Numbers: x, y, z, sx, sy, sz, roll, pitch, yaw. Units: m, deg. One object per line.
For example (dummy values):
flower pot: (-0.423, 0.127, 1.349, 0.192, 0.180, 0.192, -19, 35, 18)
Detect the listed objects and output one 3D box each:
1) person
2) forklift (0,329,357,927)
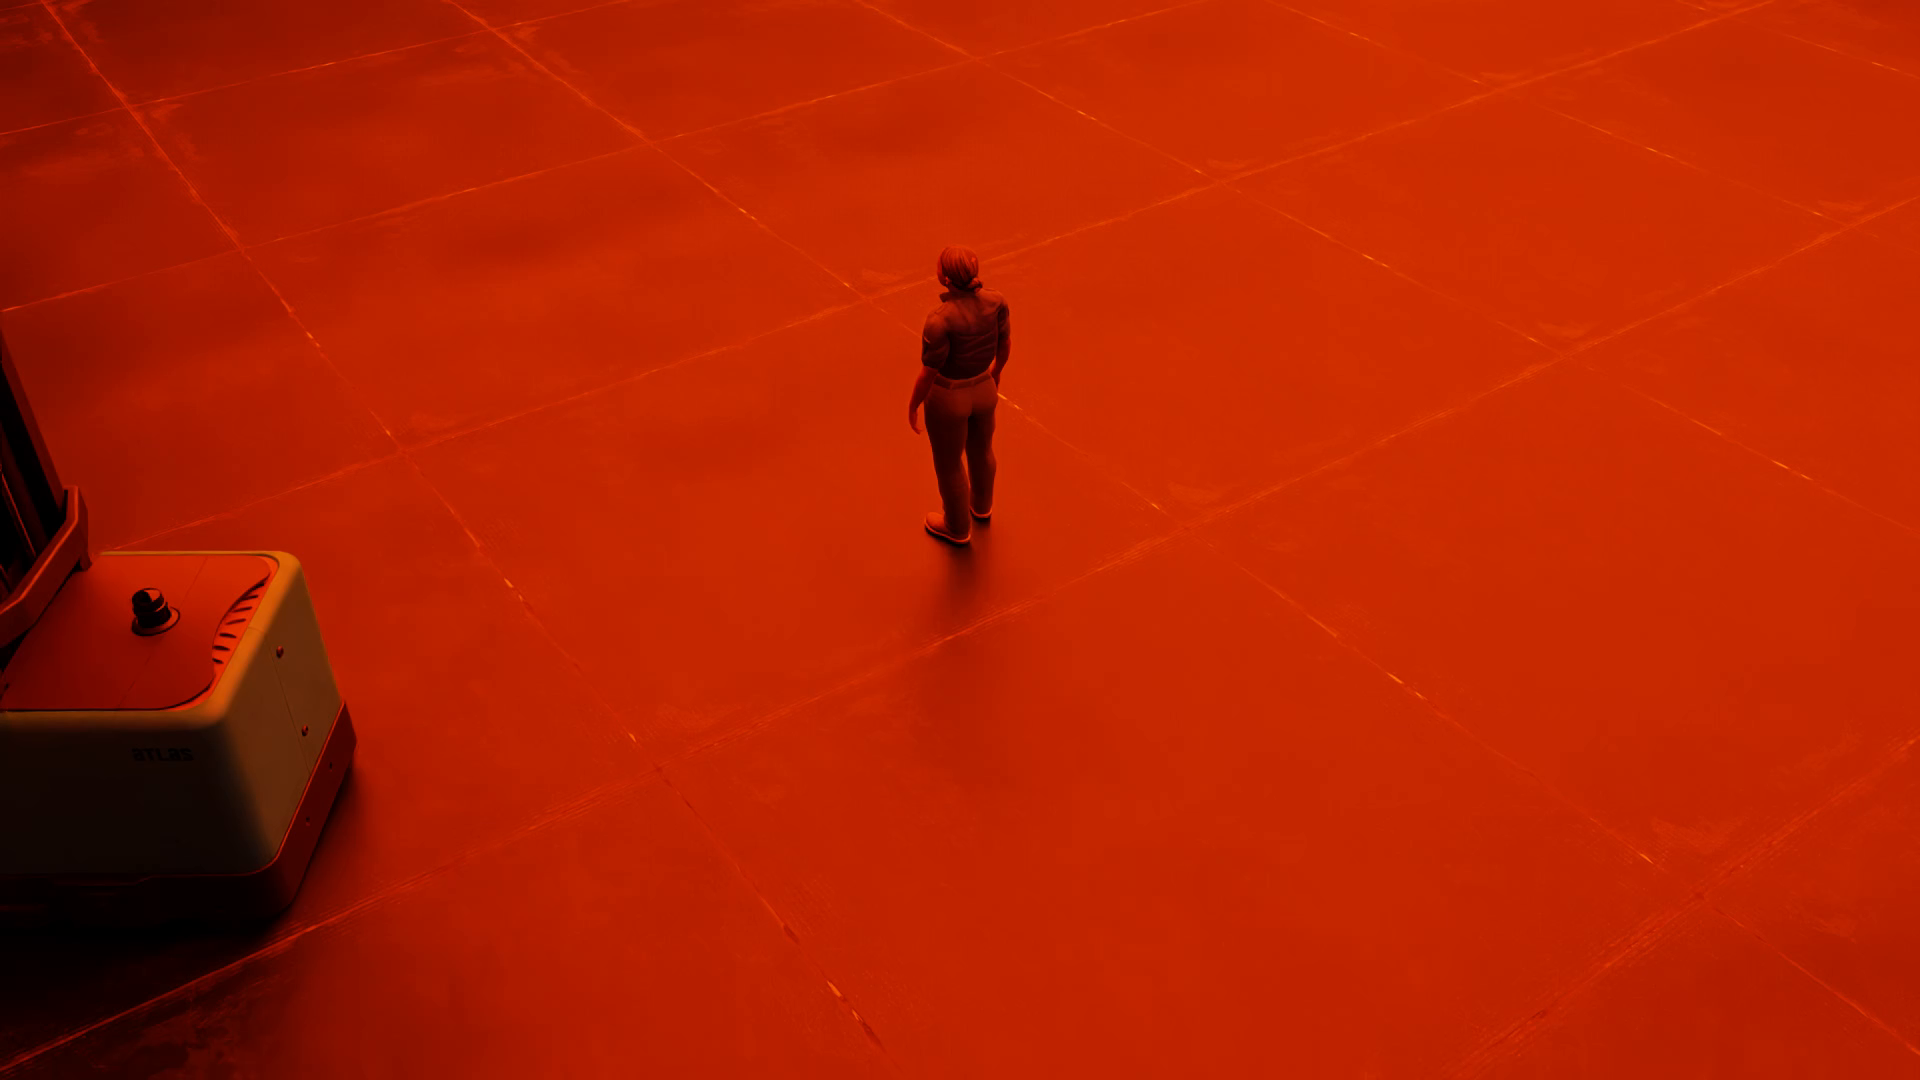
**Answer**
person: (-0.034, -0.720, 7.981, 0.569, 1.654, 0.504, -23, 42, -28)
forklift: (-4.090, 0.017, 5.922, 3.031, 2.935, 1.130, 0, 36, 0)
